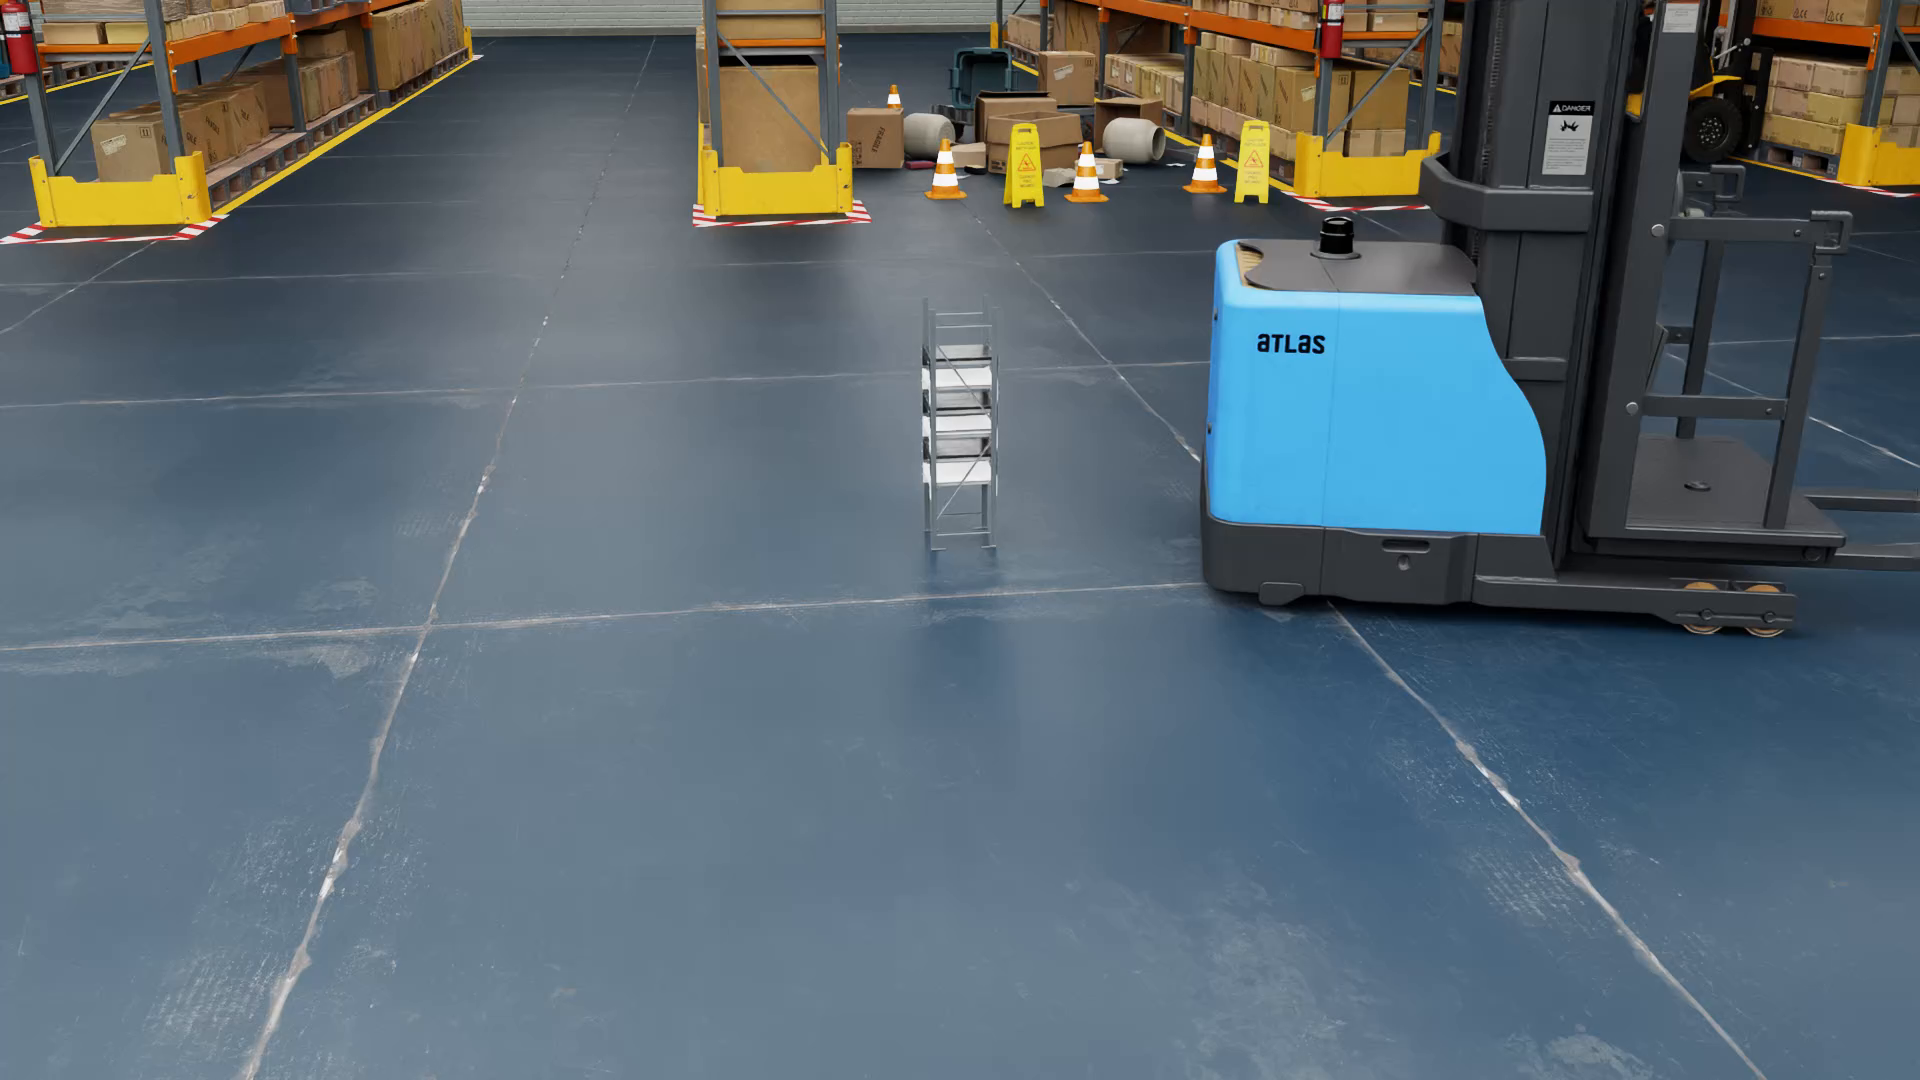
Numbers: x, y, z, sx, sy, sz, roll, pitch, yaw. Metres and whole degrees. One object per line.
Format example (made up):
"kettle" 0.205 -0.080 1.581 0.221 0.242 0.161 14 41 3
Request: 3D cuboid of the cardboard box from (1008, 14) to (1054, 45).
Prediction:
"cardboard box" 1.323 -8.634 28.109 0.875 0.438 0.875 -4 21 -10

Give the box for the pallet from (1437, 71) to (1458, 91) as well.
"pallet" 7.123 -6.297 22.775 1.003 0.211 1.213 -3 21 -8

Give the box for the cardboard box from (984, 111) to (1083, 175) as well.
"cardboard box" 0.677 -3.633 15.223 0.637 0.503 0.797 17 27 39

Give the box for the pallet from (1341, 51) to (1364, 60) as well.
"pallet" 6.519 -7.660 26.423 1.003 0.211 1.213 -3 21 -8

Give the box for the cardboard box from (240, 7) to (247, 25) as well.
"cardboard box" -6.495 -4.594 14.589 0.380 0.149 0.250 -3 21 -8

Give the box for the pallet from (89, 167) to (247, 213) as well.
"pallet" -6.464 -2.825 13.478 1.003 0.211 1.213 -3 21 -8

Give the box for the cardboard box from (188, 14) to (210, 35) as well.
"cardboard box" -6.300 -4.162 13.432 0.380 0.149 0.250 -3 21 -8

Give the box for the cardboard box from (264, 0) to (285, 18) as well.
"cardboard box" -6.626 -5.029 15.754 0.380 0.149 0.250 -3 21 -8

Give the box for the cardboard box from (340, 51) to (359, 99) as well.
"cardboard box" -7.408 -5.396 19.320 0.700 0.500 0.500 -4 21 -11

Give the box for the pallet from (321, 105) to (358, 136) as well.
"pallet" -7.241 -4.593 18.213 1.003 0.211 1.213 -3 21 -8

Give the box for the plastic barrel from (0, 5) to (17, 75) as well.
"plastic barrel" -12.941 -6.751 22.404 0.600 0.901 0.708 -3 21 -8

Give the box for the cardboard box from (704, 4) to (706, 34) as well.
"cardboard box" -1.648 -4.423 13.556 0.875 0.550 0.550 -3 21 -8

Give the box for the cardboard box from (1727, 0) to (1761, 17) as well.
"cardboard box" 7.793 -5.308 15.999 0.500 0.500 0.500 -3 21 -7

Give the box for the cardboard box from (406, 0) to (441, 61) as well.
"cardboard box" -8.117 -7.411 24.207 0.875 0.875 0.875 -3 21 -8

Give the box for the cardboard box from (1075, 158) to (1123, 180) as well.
"cardboard box" 1.248 -3.338 14.940 0.380 0.149 0.250 8 22 20

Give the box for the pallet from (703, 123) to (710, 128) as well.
"pallet" -2.211 -4.379 17.639 1.003 0.211 1.213 -3 21 -8

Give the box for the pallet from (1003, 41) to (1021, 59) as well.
"pallet" 1.322 -8.282 28.089 1.003 0.211 1.213 -3 21 -8

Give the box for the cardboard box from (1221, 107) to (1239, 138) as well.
"cardboard box" 2.844 -4.030 16.047 0.500 0.250 0.500 -3 21 -8

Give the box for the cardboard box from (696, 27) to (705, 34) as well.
"cardboard box" -2.603 -5.734 19.897 1.050 0.750 0.750 -3 21 -8

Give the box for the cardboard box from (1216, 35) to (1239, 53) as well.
"cardboard box" 2.711 -4.828 16.187 0.380 0.149 0.250 -2 21 -6

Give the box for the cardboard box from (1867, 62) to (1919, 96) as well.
"cardboard box" 8.465 -4.126 14.878 0.500 0.250 0.500 -3 21 -9

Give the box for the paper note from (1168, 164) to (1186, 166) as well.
"paper note" 2.037 -3.535 15.637 0.142 0.019 0.148 -11 23 -26

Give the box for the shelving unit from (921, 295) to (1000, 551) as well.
"shelving unit" -0.001 -0.424 6.066 0.258 0.900 0.210 -3 21 -8

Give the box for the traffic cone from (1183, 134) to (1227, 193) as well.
"traffic cone" 2.097 -3.217 14.168 0.336 0.463 0.334 -3 21 -8

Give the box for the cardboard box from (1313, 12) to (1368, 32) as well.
"cardboard box" 3.170 -4.323 13.862 0.380 0.149 0.250 -2 21 -6

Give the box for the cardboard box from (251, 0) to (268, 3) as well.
"cardboard box" -6.944 -5.234 15.375 0.875 0.500 0.500 -3 21 -8

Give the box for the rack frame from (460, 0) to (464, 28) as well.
"rack frame" -8.678 -9.362 26.994 1.000 3.000 0.127 -3 21 -8

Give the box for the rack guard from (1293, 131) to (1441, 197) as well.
"rack guard" 3.424 -3.177 14.008 1.175 0.500 0.348 -3 21 -8

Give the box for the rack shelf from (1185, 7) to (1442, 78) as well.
"rack shelf" 3.147 -4.677 15.480 1.077 0.370 4.000 -3 21 -8

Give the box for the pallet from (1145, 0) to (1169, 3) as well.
"pallet" 2.608 -6.318 19.120 1.003 0.211 1.213 -3 21 -8

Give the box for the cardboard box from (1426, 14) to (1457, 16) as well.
"cardboard box" 7.105 -7.683 24.545 0.380 0.149 0.250 -4 21 -10

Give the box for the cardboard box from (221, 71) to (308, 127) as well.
"cardboard box" -7.015 -4.456 16.802 0.700 0.500 0.500 -5 21 -12

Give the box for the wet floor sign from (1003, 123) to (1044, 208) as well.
"wet floor sign" 0.515 -3.024 13.390 0.267 0.644 0.232 -7 21 -17

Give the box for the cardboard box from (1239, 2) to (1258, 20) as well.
"cardboard box" 2.826 -4.934 15.500 0.380 0.149 0.250 -3 21 -8

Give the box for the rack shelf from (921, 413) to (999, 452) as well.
"rack shelf" -0.001 -0.393 6.078 0.258 0.077 0.200 -3 21 -8

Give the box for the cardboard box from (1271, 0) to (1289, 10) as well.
"cardboard box" 3.017 -4.855 14.361 0.500 0.500 0.500 -3 21 -8

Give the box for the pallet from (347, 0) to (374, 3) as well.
"pallet" -7.316 -6.260 18.965 1.213 0.211 1.003 -3 21 -8

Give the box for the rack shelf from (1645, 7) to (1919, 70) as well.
"rack shelf" 8.058 -4.929 16.154 1.077 0.370 4.000 -3 21 -8

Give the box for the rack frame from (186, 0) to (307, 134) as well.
"rack frame" -6.948 -5.207 15.870 1.000 3.000 0.127 -3 21 -8

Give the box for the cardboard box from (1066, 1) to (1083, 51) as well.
"cardboard box" 2.012 -7.155 23.522 0.875 0.875 0.875 -2 21 -6

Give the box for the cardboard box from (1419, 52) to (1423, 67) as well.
"cardboard box" 6.780 -6.859 23.267 0.500 0.500 0.500 -2 21 -5

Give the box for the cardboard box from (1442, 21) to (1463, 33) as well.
"cardboard box" 6.807 -7.017 22.763 0.380 0.149 0.250 -4 21 -10

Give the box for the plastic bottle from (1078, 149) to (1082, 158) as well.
"plastic bottle" 1.189 -3.789 16.273 0.133 0.061 0.283 1 20 2

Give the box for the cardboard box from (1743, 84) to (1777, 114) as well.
"cardboard box" 7.810 -4.221 15.845 0.500 0.250 0.500 -3 21 -9

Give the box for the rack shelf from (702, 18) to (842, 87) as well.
"rack shelf" -1.737 -4.392 14.718 1.077 0.370 4.000 -3 21 -8

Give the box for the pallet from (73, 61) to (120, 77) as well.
"pallet" -13.326 -7.096 24.915 1.003 0.211 1.213 -3 21 -8

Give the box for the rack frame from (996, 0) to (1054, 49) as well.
"rack frame" 1.129 -9.861 28.332 1.000 3.000 0.127 -3 21 -8

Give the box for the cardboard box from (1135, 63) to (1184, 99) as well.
"cardboard box" 2.572 -5.343 19.391 0.950 0.372 0.625 -2 21 -6

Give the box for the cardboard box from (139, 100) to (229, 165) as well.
"cardboard box" -6.636 -3.488 14.239 0.500 0.500 0.500 -1 21 -3

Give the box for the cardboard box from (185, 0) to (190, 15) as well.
"cardboard box" -6.614 -4.367 13.053 0.875 0.500 0.500 -3 21 -8

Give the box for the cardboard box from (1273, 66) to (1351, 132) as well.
"cardboard box" 3.062 -3.846 14.484 0.500 0.500 0.500 -3 21 -7

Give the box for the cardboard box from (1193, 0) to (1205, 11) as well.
"cardboard box" 2.587 -5.464 16.917 0.380 0.149 0.250 -3 21 -8

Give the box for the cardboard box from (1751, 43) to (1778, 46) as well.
"cardboard box" 8.120 -5.000 17.217 0.500 0.250 0.500 -3 21 -9

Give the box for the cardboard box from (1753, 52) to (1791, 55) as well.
"cardboard box" 7.744 -4.621 16.201 0.500 0.250 0.500 -3 21 -9

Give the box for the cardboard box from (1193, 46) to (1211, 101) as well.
"cardboard box" 2.677 -4.749 16.901 0.500 0.500 0.500 -2 21 -5

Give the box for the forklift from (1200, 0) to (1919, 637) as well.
"forklift" 2.382 -1.256 5.389 3.031 2.935 1.130 2 21 6
